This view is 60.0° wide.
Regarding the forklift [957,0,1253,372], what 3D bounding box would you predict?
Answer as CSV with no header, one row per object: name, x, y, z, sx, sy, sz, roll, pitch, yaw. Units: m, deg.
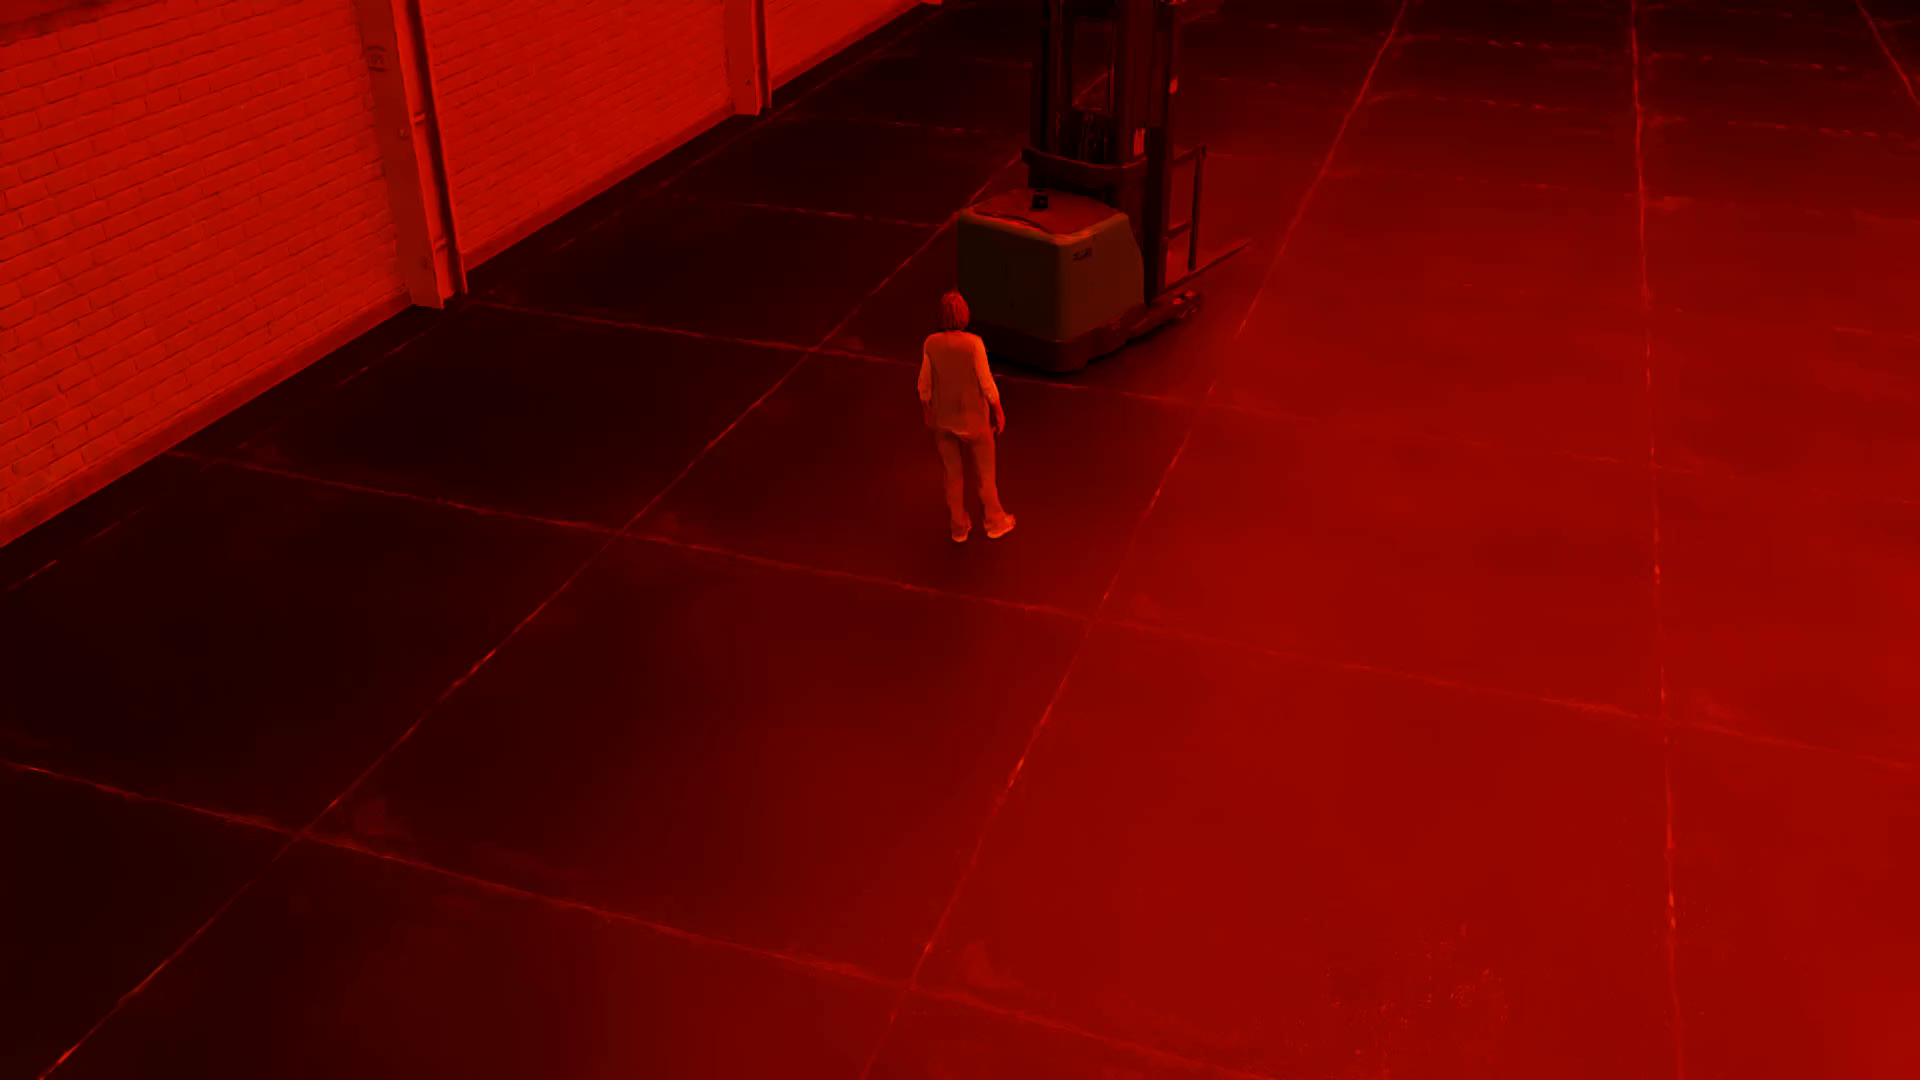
forklift,1.280,-3.157,12.674,1.130,2.935,3.031,22,36,33

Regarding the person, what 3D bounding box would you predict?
person,0.037,-0.732,9.754,0.521,1.597,0.474,10,31,16
